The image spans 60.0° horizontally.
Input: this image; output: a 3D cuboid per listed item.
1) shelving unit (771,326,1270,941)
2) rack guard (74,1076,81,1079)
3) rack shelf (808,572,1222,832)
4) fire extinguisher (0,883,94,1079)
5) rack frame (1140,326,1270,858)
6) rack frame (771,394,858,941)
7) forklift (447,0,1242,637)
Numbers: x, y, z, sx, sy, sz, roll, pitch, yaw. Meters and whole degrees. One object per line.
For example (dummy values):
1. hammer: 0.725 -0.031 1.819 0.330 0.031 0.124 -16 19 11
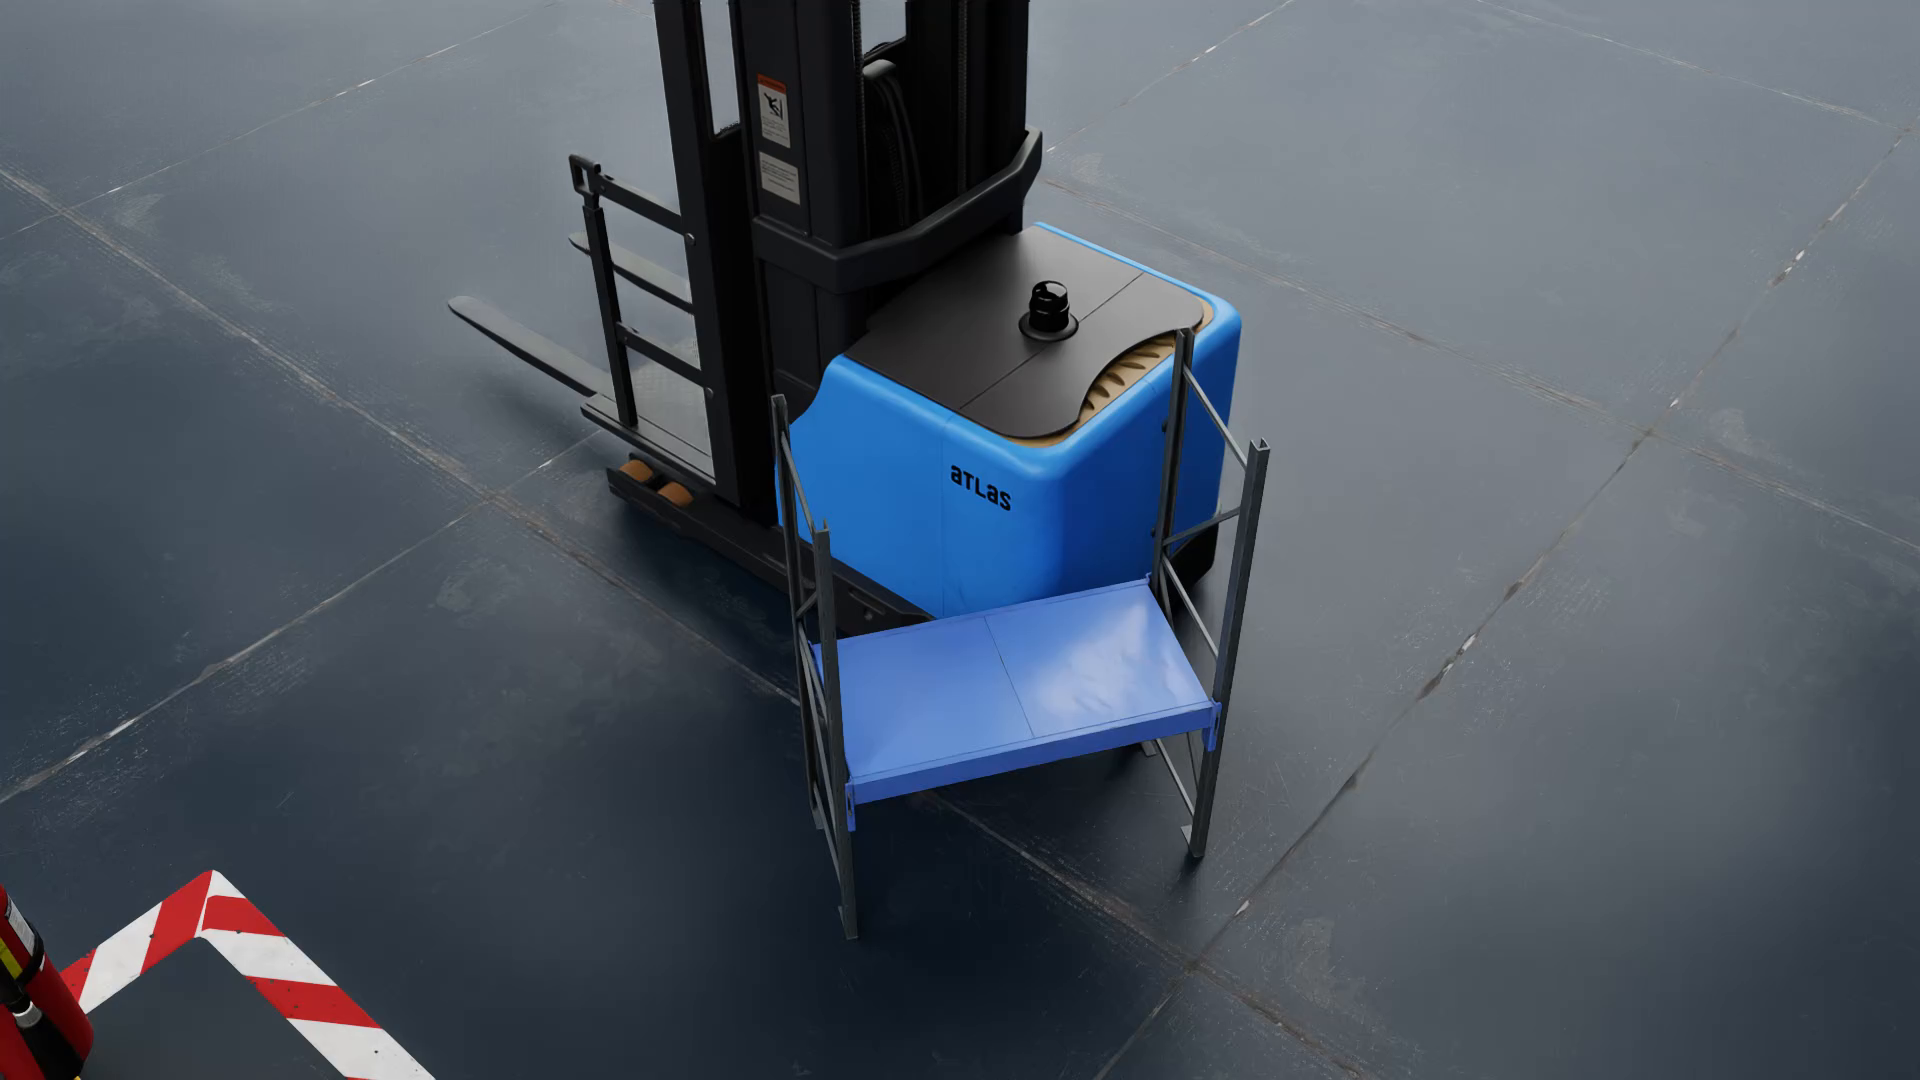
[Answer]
1. shelving unit: 0.128 0.283 4.324 1.048 1.500 0.538 -11 43 -12
2. rack guard: -2.090 1.433 3.803 1.175 0.500 0.348 29 50 28
3. rack shelf: 0.128 0.416 4.445 1.000 0.185 0.538 -11 43 -12
4. fire extinguisher: -1.674 0.689 2.820 0.296 0.674 0.183 29 50 28
5. rack frame: 0.617 0.190 4.426 0.032 1.500 0.500 -11 43 -12
6. rack frame: -0.361 0.376 4.222 0.032 1.500 0.500 -11 43 -12
7. forklift: -0.606 -1.362 5.069 3.031 2.935 1.130 29 50 28
